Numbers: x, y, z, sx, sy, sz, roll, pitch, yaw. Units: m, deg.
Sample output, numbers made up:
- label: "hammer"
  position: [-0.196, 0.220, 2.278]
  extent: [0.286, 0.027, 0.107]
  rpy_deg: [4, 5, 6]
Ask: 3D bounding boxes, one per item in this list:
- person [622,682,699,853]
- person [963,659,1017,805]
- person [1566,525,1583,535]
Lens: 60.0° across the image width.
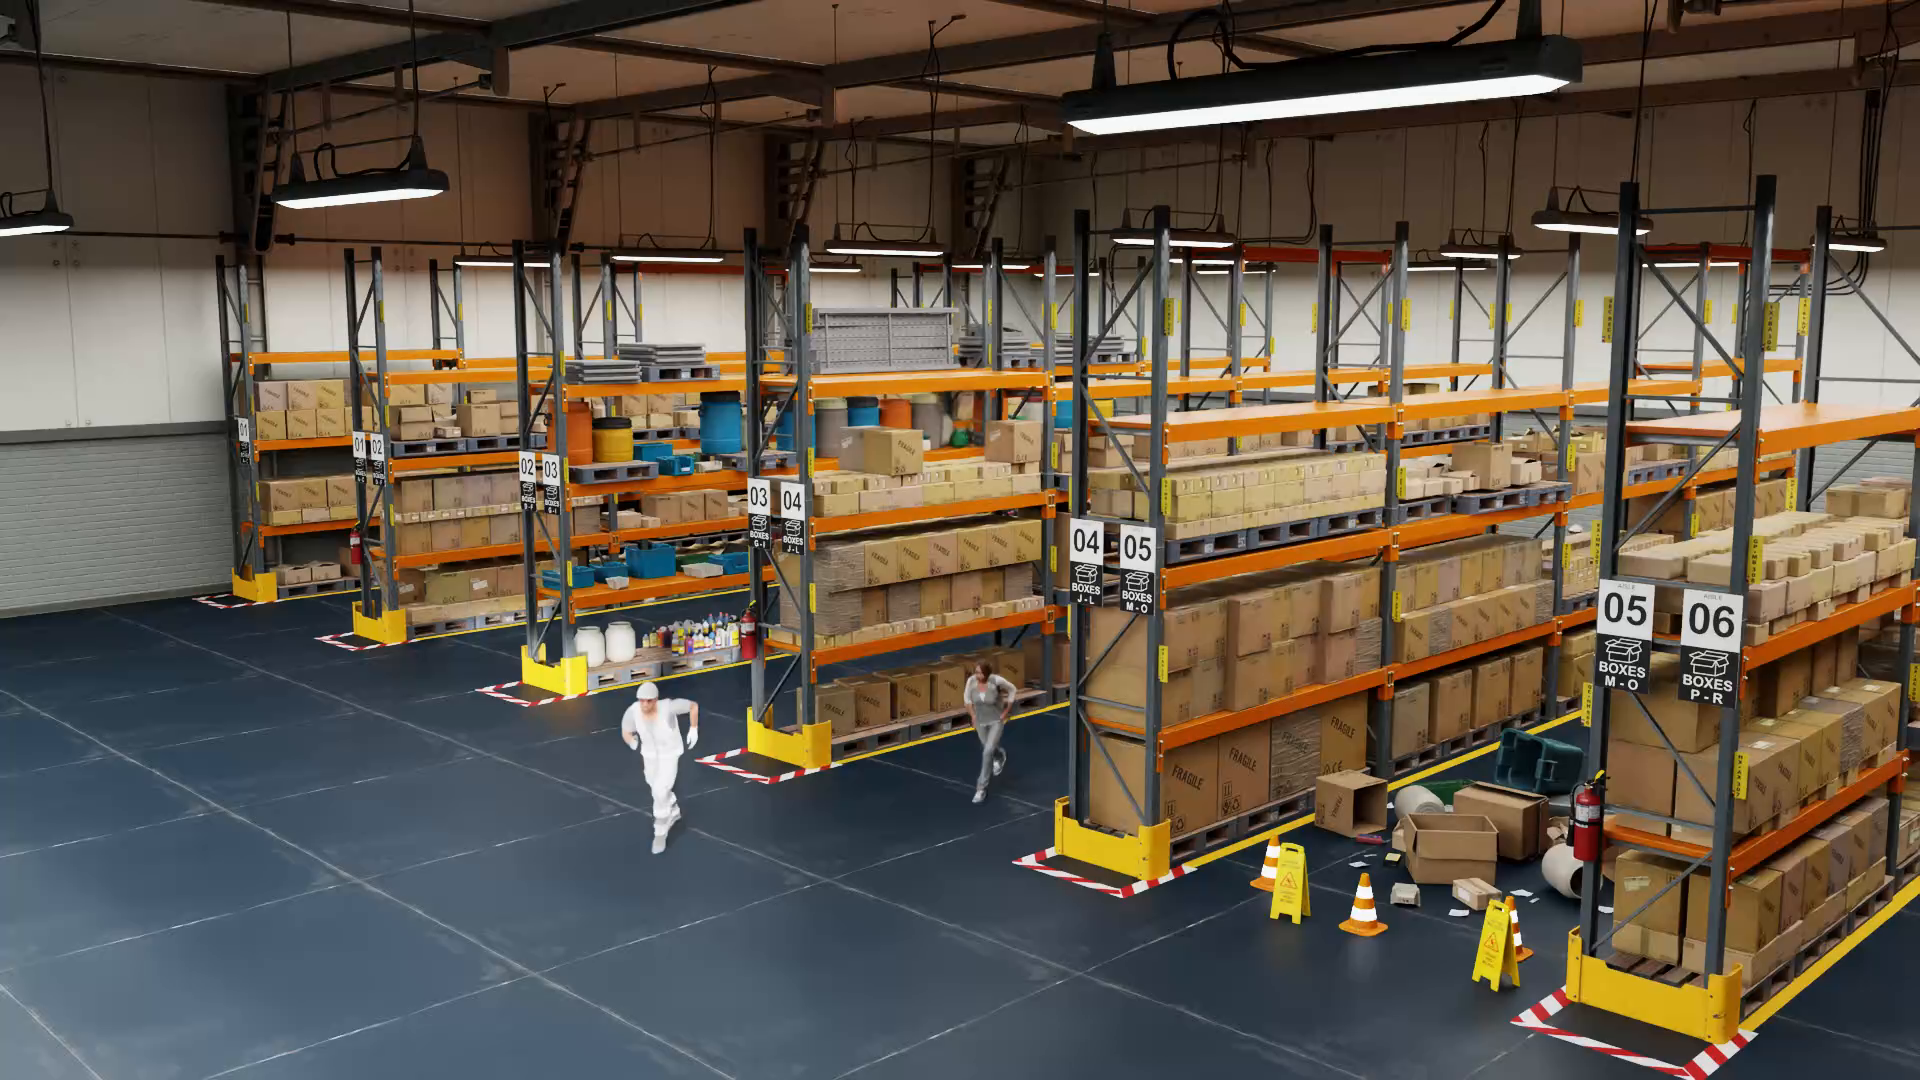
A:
- label: "person"
  position: [-2.841, 2.121, 15.928]
  extent: [0.707, 1.711, 1.010]
  rpy_deg: [1, 8, 7]
- label: "person"
  position: [0.342, 1.951, 17.603]
  extent: [0.568, 1.547, 0.912]
  rpy_deg: [2, 8, 15]
- label: "person"
  position: [9.581, 0.636, 25.849]
  extent: [0.978, 1.772, 0.710]
  rpy_deg: [-8, 11, -43]
